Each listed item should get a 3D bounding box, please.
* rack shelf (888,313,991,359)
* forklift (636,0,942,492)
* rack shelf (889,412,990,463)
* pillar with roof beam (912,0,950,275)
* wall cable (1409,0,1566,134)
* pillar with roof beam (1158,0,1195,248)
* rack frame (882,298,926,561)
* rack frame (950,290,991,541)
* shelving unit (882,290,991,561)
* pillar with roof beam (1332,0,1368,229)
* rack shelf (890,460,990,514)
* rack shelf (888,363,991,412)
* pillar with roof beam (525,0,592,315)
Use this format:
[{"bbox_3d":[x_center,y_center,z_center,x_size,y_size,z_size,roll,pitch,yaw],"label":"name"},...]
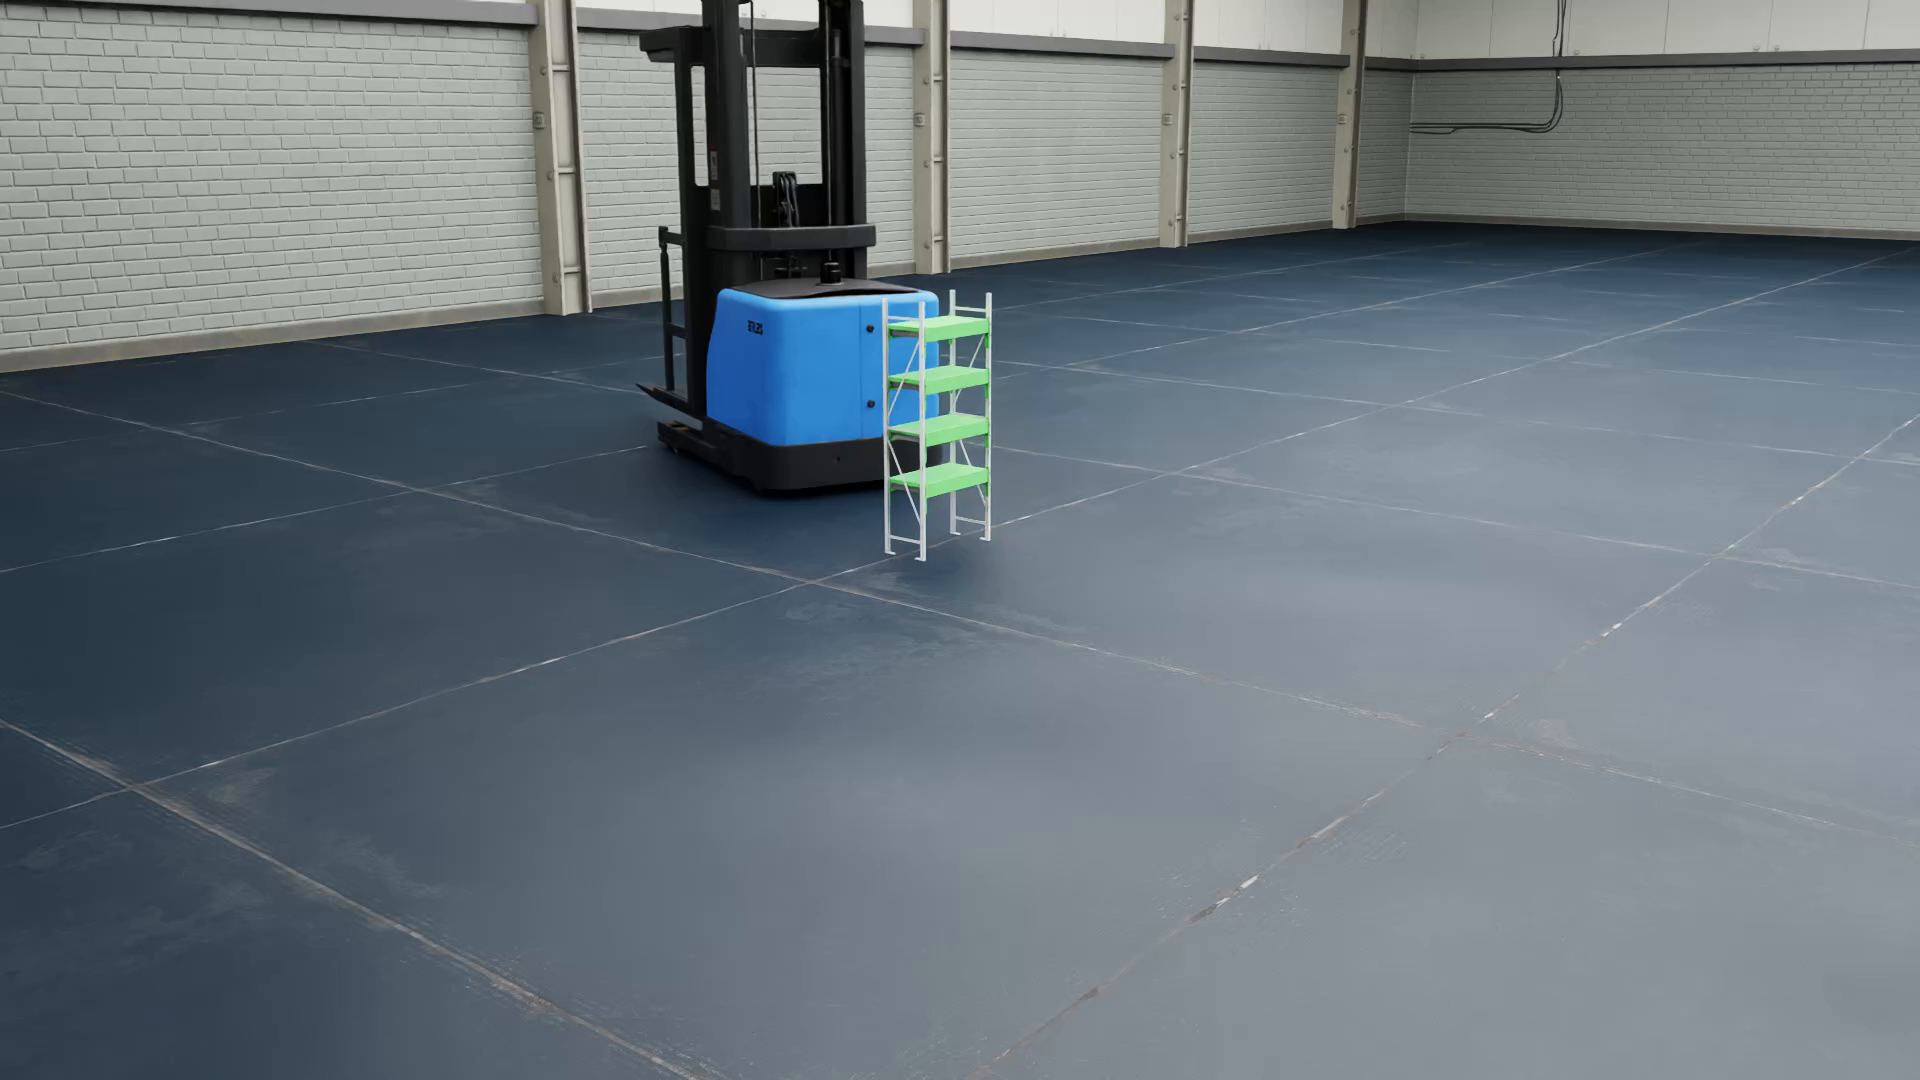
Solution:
[{"bbox_3d":[-0.104,-0.953,7.748,0.258,0.148,0.480,11,18,38],"label":"rack shelf"},{"bbox_3d":[-1.234,-1.997,10.032,1.130,2.935,3.031,-7,16,-27],"label":"forklift"},{"bbox_3d":[-0.104,-0.488,7.866,0.258,0.148,0.480,11,18,38],"label":"rack shelf"},{"bbox_3d":[2.982,-7.246,18.369,9.100,9.000,0.400,11,18,38],"label":"pillar with roof beam"},{"bbox_3d":[10.055,-9.065,31.835,3.097,2.526,0.112,11,18,38],"label":"wall cable"},{"bbox_3d":[6.753,-8.395,22.892,9.100,9.000,0.400,11,18,38],"label":"pillar with roof beam"},{"bbox_3d":[-0.257,-0.503,7.666,0.240,1.200,0.015,11,18,38],"label":"rack frame"},{"bbox_3d":[0.049,-0.597,8.034,0.240,1.200,0.015,11,18,38],"label":"rack frame"},{"bbox_3d":[-0.104,-0.550,7.850,0.258,1.200,0.503,11,18,38],"label":"shelving unit"},{"bbox_3d":[10.524,-9.544,27.415,9.100,9.000,0.400,11,18,38],"label":"pillar with roof beam"},{"bbox_3d":[-0.104,-0.255,7.925,0.258,0.148,0.480,11,18,38],"label":"rack shelf"},{"bbox_3d":[-0.104,-0.721,7.807,0.258,0.148,0.480,11,18,38],"label":"rack shelf"},{"bbox_3d":[-0.789,-6.097,13.846,9.100,9.000,0.400,11,18,38],"label":"pillar with roof beam"}]
